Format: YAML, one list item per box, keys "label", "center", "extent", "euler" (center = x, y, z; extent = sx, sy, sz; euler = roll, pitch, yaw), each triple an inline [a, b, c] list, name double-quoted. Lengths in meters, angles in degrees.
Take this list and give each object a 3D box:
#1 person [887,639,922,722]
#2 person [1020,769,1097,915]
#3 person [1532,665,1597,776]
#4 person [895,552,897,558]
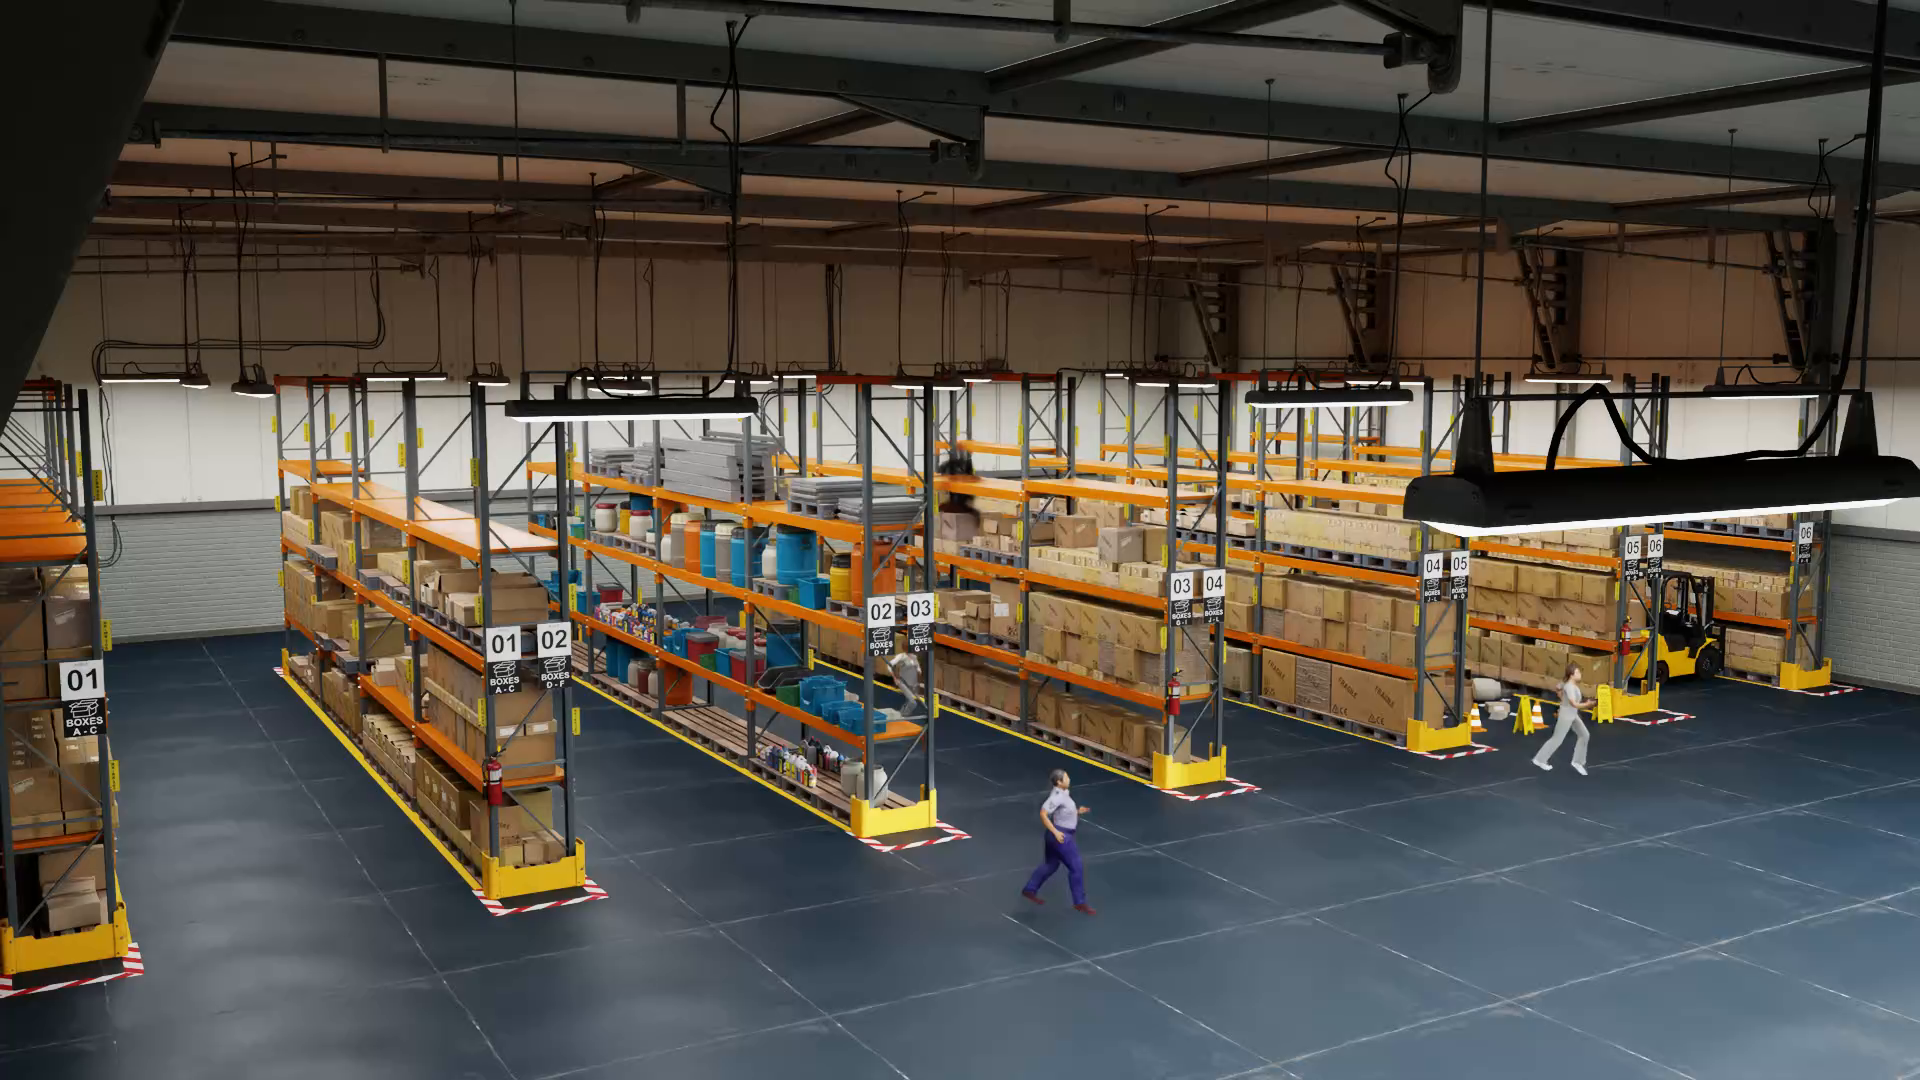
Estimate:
- label: "person"
  center: [-0.889, 2.478, 28.033]
  extent: [0.667, 1.583, 0.473]
  euler: [6, 9, 43]
- label: "person"
  center: [1.147, 3.442, 18.967]
  extent: [0.838, 1.662, 0.594]
  euler: [0, 6, -4]
- label: "person"
  center: [9.216, 2.741, 25.332]
  extent: [0.882, 1.698, 0.572]
  euler: [3, 7, 24]
- label: "person"
  center: [-1.654, 1.102, 39.955]
  extent: [0.669, 1.746, 0.644]
  euler: [0, 6, 1]
